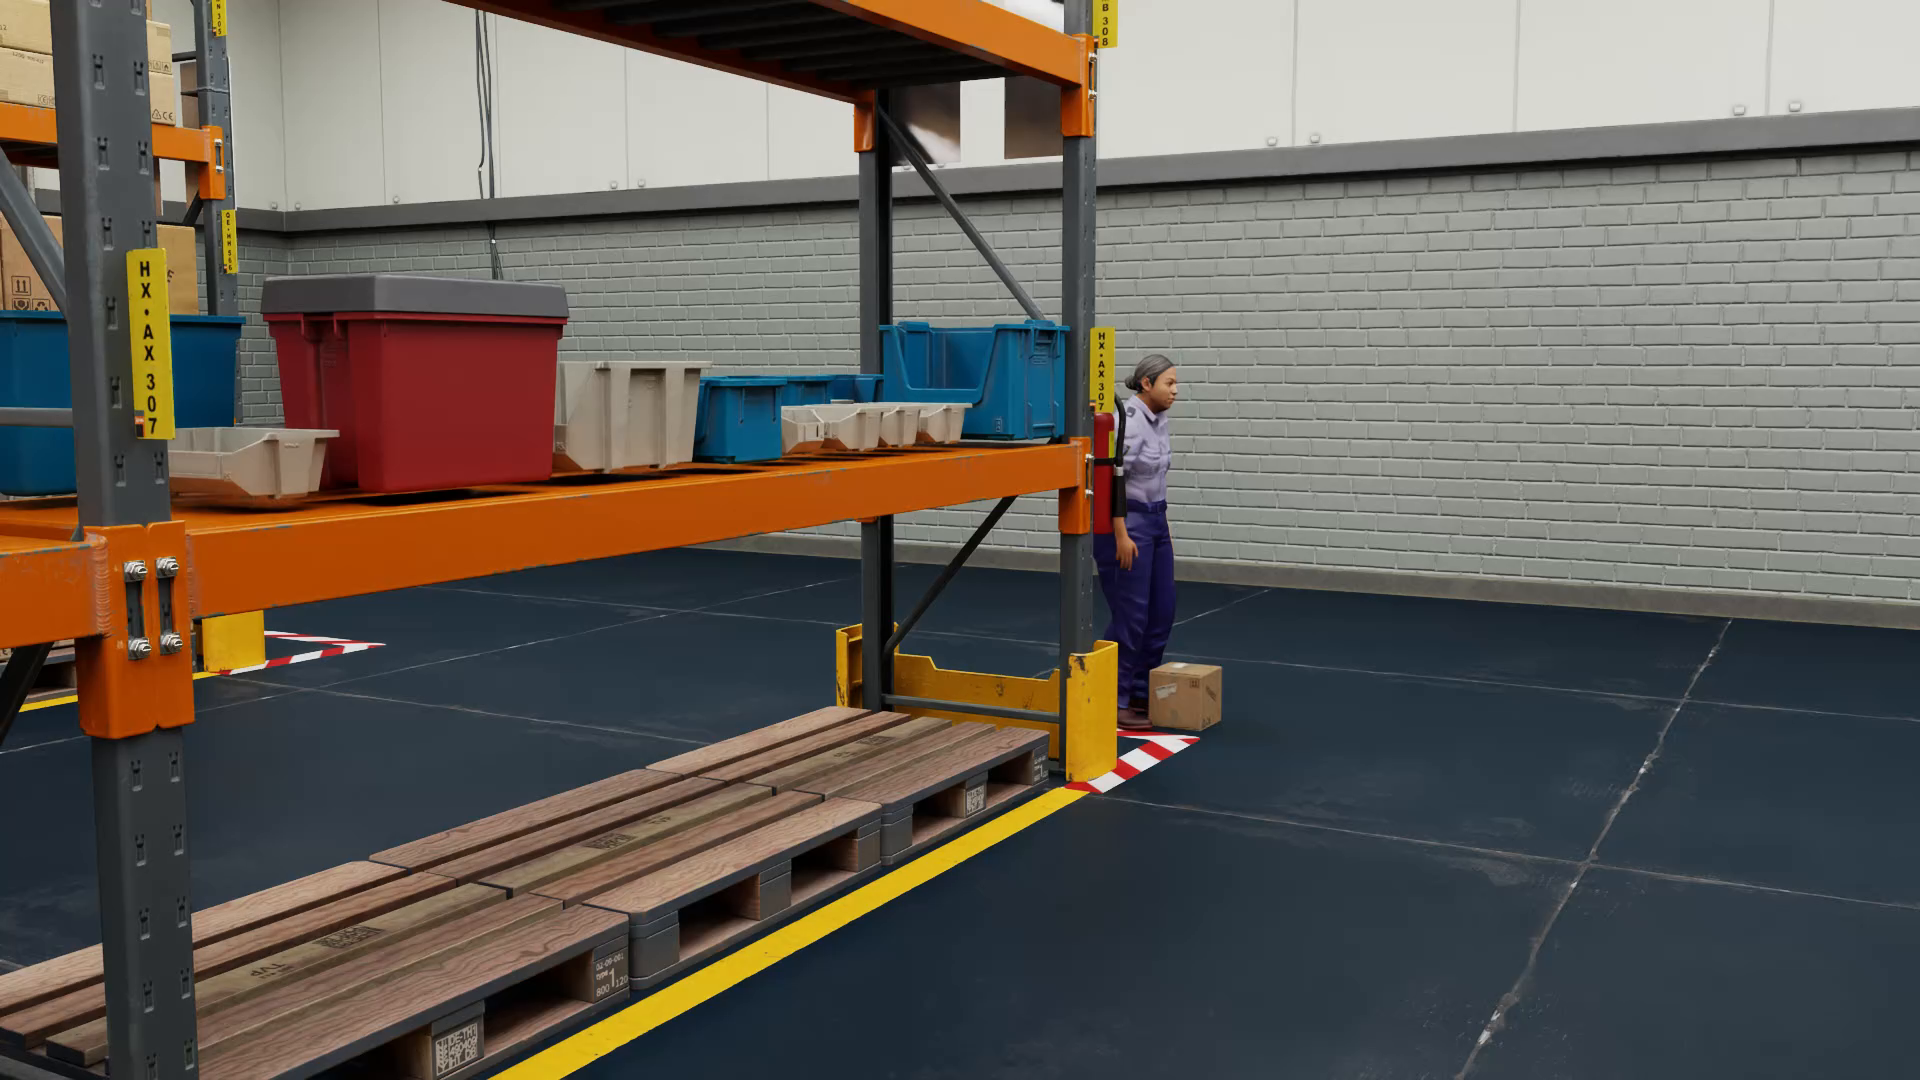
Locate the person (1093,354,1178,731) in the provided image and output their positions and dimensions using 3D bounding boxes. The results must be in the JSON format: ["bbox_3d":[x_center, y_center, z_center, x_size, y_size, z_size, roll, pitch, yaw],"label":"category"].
[{"bbox_3d":[0.798,-0.008,7.488,0.372,1.651,0.544,3,7,30],"label":"person"}]
